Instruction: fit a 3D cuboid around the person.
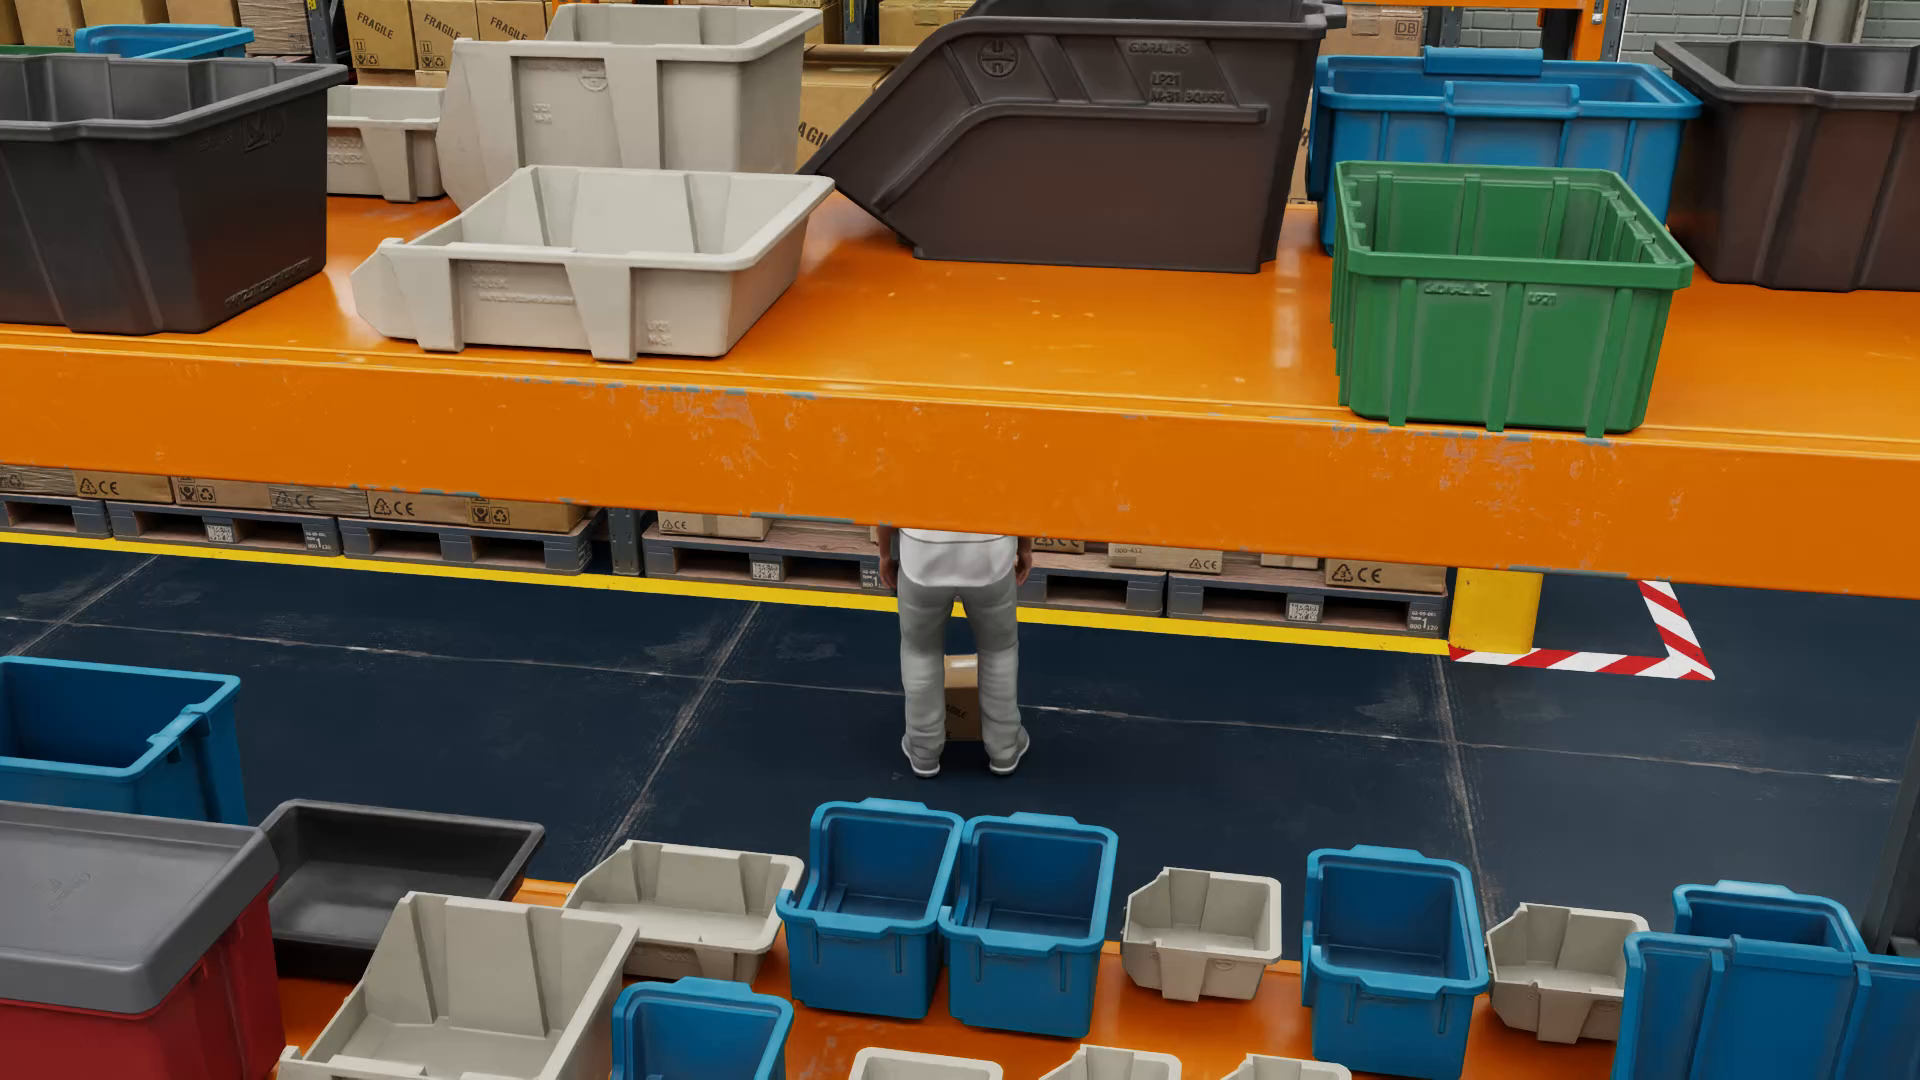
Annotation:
[{"bbox_3d":[-0.014,0.060,5.971,0.580,1.745,0.434,-1,25,-2],"label":"person"}]
